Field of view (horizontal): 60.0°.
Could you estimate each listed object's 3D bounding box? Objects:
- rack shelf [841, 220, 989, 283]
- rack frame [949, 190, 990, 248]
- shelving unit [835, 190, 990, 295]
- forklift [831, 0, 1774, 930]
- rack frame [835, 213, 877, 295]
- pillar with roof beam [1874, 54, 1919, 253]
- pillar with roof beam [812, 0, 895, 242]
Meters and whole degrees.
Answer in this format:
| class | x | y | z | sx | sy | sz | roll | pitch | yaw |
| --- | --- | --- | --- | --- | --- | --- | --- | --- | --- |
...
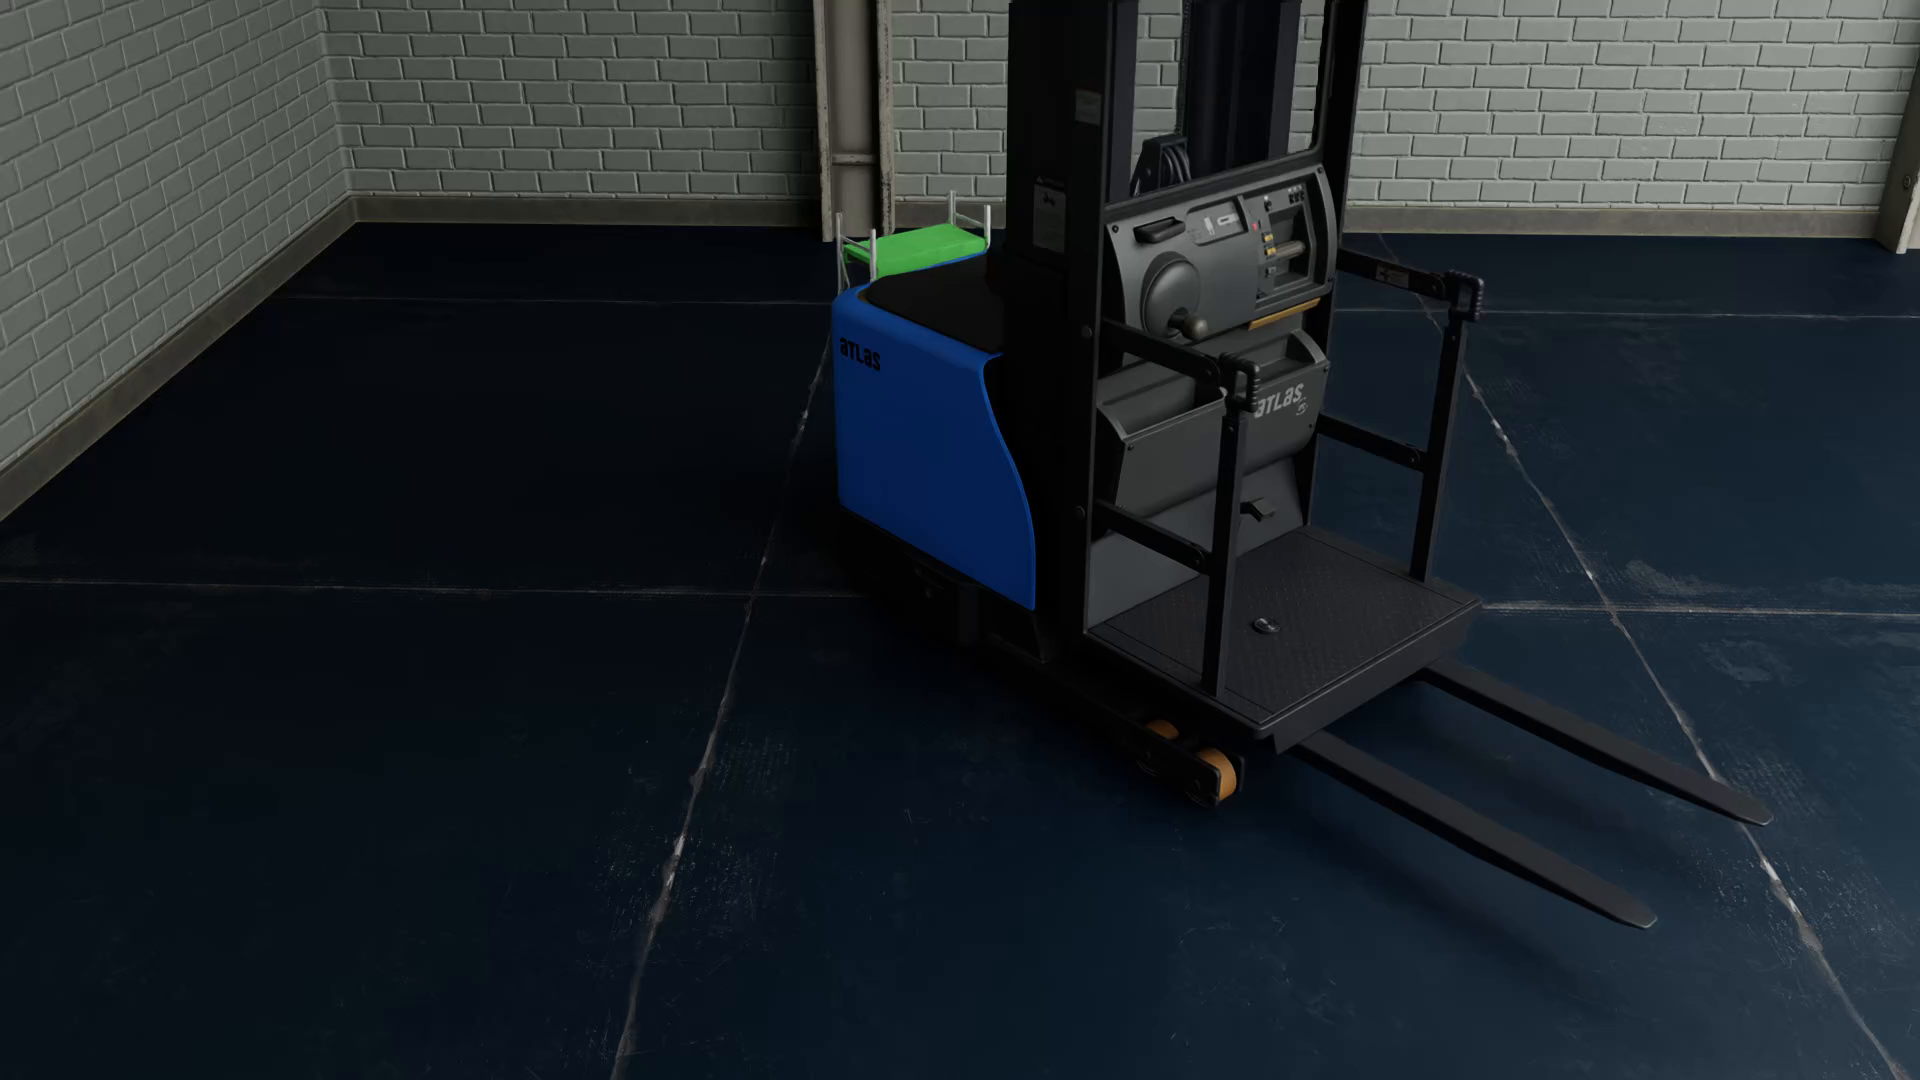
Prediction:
| class | x | y | z | sx | sy | sz | roll | pitch | yaw |
| --- | --- | --- | --- | --- | --- | --- | --- | --- | --- |
| rack shelf | -0.165 | -1.010 | 5.986 | 0.480 | 0.148 | 0.258 | -18 | 33 | -31 |
| rack frame | 0.034 | -0.709 | 6.306 | 0.015 | 1.200 | 0.240 | -18 | 33 | -31 |
| shelving unit | -0.165 | -0.643 | 6.181 | 0.503 | 1.200 | 0.258 | -18 | 33 | -31 |
| forklift | 0.905 | -0.796 | 4.623 | 1.130 | 2.935 | 3.031 | -22 | 35 | -36 |
| rack frame | -0.363 | -0.576 | 6.056 | 0.015 | 1.200 | 0.240 | -18 | 33 | -31 |
| pillar with roof beam | 5.263 | -3.627 | 3.484 | 0.400 | 9.000 | 9.100 | 1 | 28 | 2 |
| pillar with roof beam | -0.733 | -3.726 | 3.671 | 0.400 | 9.000 | 9.100 | 1 | 28 | 2 |
